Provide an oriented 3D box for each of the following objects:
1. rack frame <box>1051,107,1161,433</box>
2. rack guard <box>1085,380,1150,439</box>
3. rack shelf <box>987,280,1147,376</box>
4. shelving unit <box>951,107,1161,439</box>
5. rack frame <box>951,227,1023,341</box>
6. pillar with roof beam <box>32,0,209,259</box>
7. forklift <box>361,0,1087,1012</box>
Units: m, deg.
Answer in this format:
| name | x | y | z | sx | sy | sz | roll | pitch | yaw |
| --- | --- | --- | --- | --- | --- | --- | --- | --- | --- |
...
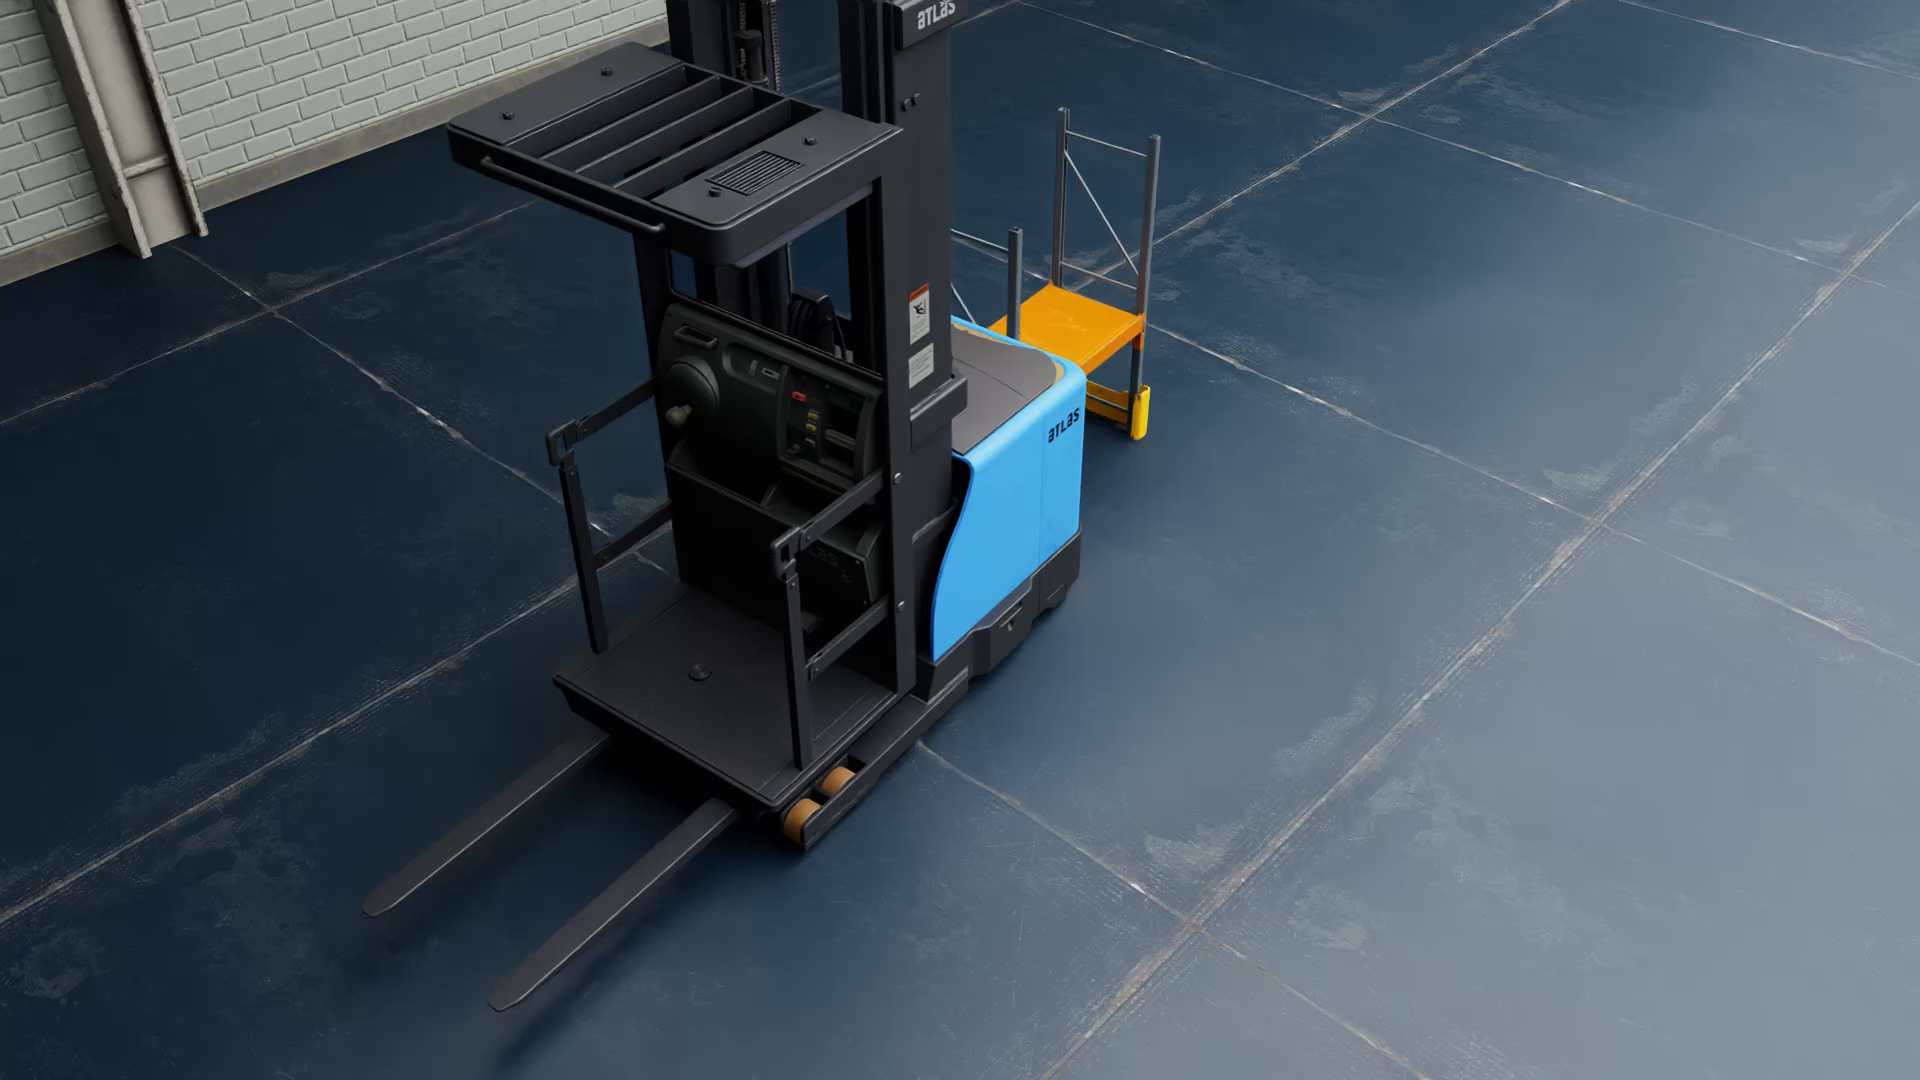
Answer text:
| name | x | y | z | sx | sy | sz | roll | pitch | yaw |
| --- | --- | --- | --- | --- | --- | --- | --- | --- | --- |
| rack frame | 0.631 | -1.186 | 7.536 | 0.500 | 1.500 | 0.032 | 25 | 45 | 28 |
| rack guard | 0.631 | -0.696 | 7.924 | 0.587 | 0.250 | 0.087 | 25 | 45 | 28 |
| rack shelf | 0.330 | -0.790 | 7.328 | 0.538 | 0.185 | 1.000 | 25 | 45 | 28 |
| shelving unit | 0.335 | -0.936 | 7.222 | 0.587 | 1.500 | 1.083 | 25 | 45 | 28 |
| rack frame | 0.028 | -0.676 | 6.896 | 0.500 | 1.500 | 0.032 | 25 | 45 | 28 |
| pillar with roof beam | -1.328 | -3.426 | 4.328 | 9.100 | 9.000 | 0.400 | 30 | 47 | 32 |
| forklift | -0.778 | -0.411 | 5.413 | 1.130 | 2.935 | 3.031 | 25 | 45 | 28 |
